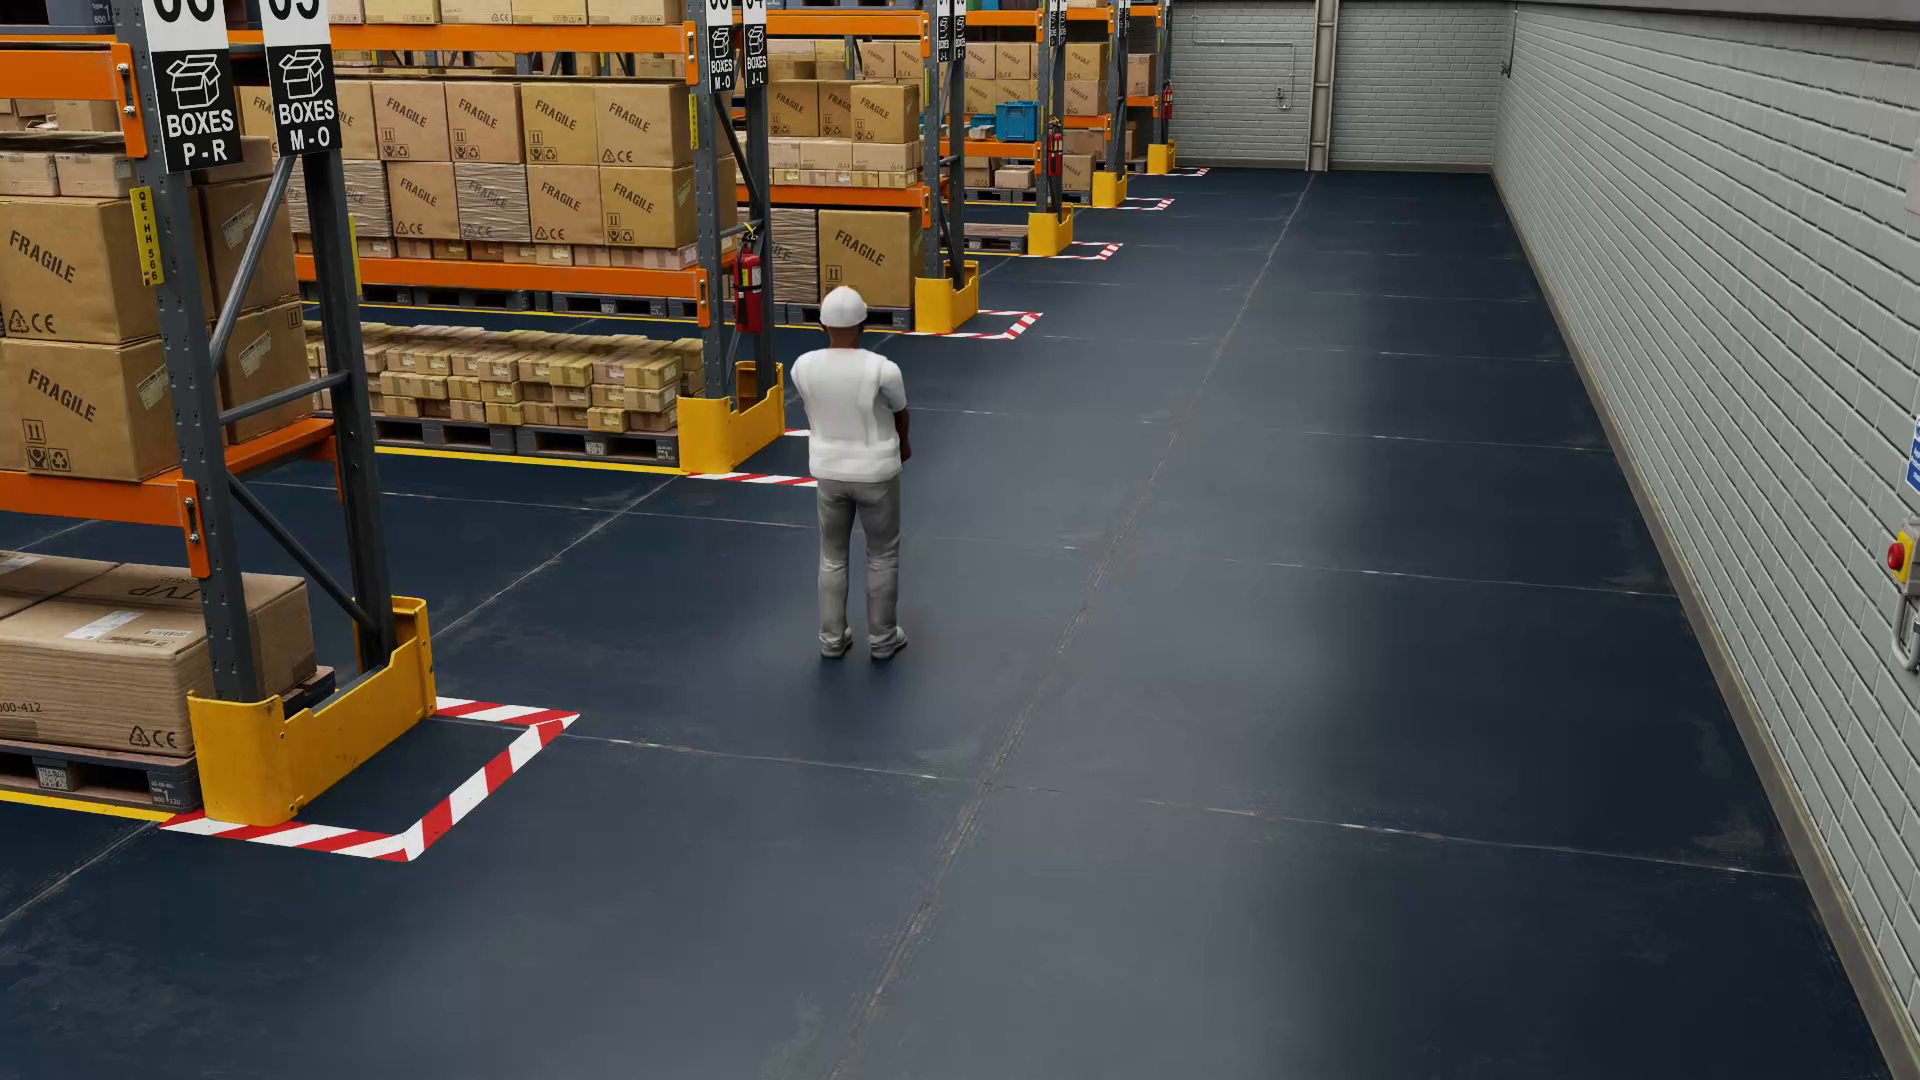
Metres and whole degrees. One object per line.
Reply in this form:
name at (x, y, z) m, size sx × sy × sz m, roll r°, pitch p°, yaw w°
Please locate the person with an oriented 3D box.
person at (-0.469, -0.325, 7.732) m, size 0.503 × 1.760 × 0.577 m, roll 5°, pitch 19°, yaw 14°
